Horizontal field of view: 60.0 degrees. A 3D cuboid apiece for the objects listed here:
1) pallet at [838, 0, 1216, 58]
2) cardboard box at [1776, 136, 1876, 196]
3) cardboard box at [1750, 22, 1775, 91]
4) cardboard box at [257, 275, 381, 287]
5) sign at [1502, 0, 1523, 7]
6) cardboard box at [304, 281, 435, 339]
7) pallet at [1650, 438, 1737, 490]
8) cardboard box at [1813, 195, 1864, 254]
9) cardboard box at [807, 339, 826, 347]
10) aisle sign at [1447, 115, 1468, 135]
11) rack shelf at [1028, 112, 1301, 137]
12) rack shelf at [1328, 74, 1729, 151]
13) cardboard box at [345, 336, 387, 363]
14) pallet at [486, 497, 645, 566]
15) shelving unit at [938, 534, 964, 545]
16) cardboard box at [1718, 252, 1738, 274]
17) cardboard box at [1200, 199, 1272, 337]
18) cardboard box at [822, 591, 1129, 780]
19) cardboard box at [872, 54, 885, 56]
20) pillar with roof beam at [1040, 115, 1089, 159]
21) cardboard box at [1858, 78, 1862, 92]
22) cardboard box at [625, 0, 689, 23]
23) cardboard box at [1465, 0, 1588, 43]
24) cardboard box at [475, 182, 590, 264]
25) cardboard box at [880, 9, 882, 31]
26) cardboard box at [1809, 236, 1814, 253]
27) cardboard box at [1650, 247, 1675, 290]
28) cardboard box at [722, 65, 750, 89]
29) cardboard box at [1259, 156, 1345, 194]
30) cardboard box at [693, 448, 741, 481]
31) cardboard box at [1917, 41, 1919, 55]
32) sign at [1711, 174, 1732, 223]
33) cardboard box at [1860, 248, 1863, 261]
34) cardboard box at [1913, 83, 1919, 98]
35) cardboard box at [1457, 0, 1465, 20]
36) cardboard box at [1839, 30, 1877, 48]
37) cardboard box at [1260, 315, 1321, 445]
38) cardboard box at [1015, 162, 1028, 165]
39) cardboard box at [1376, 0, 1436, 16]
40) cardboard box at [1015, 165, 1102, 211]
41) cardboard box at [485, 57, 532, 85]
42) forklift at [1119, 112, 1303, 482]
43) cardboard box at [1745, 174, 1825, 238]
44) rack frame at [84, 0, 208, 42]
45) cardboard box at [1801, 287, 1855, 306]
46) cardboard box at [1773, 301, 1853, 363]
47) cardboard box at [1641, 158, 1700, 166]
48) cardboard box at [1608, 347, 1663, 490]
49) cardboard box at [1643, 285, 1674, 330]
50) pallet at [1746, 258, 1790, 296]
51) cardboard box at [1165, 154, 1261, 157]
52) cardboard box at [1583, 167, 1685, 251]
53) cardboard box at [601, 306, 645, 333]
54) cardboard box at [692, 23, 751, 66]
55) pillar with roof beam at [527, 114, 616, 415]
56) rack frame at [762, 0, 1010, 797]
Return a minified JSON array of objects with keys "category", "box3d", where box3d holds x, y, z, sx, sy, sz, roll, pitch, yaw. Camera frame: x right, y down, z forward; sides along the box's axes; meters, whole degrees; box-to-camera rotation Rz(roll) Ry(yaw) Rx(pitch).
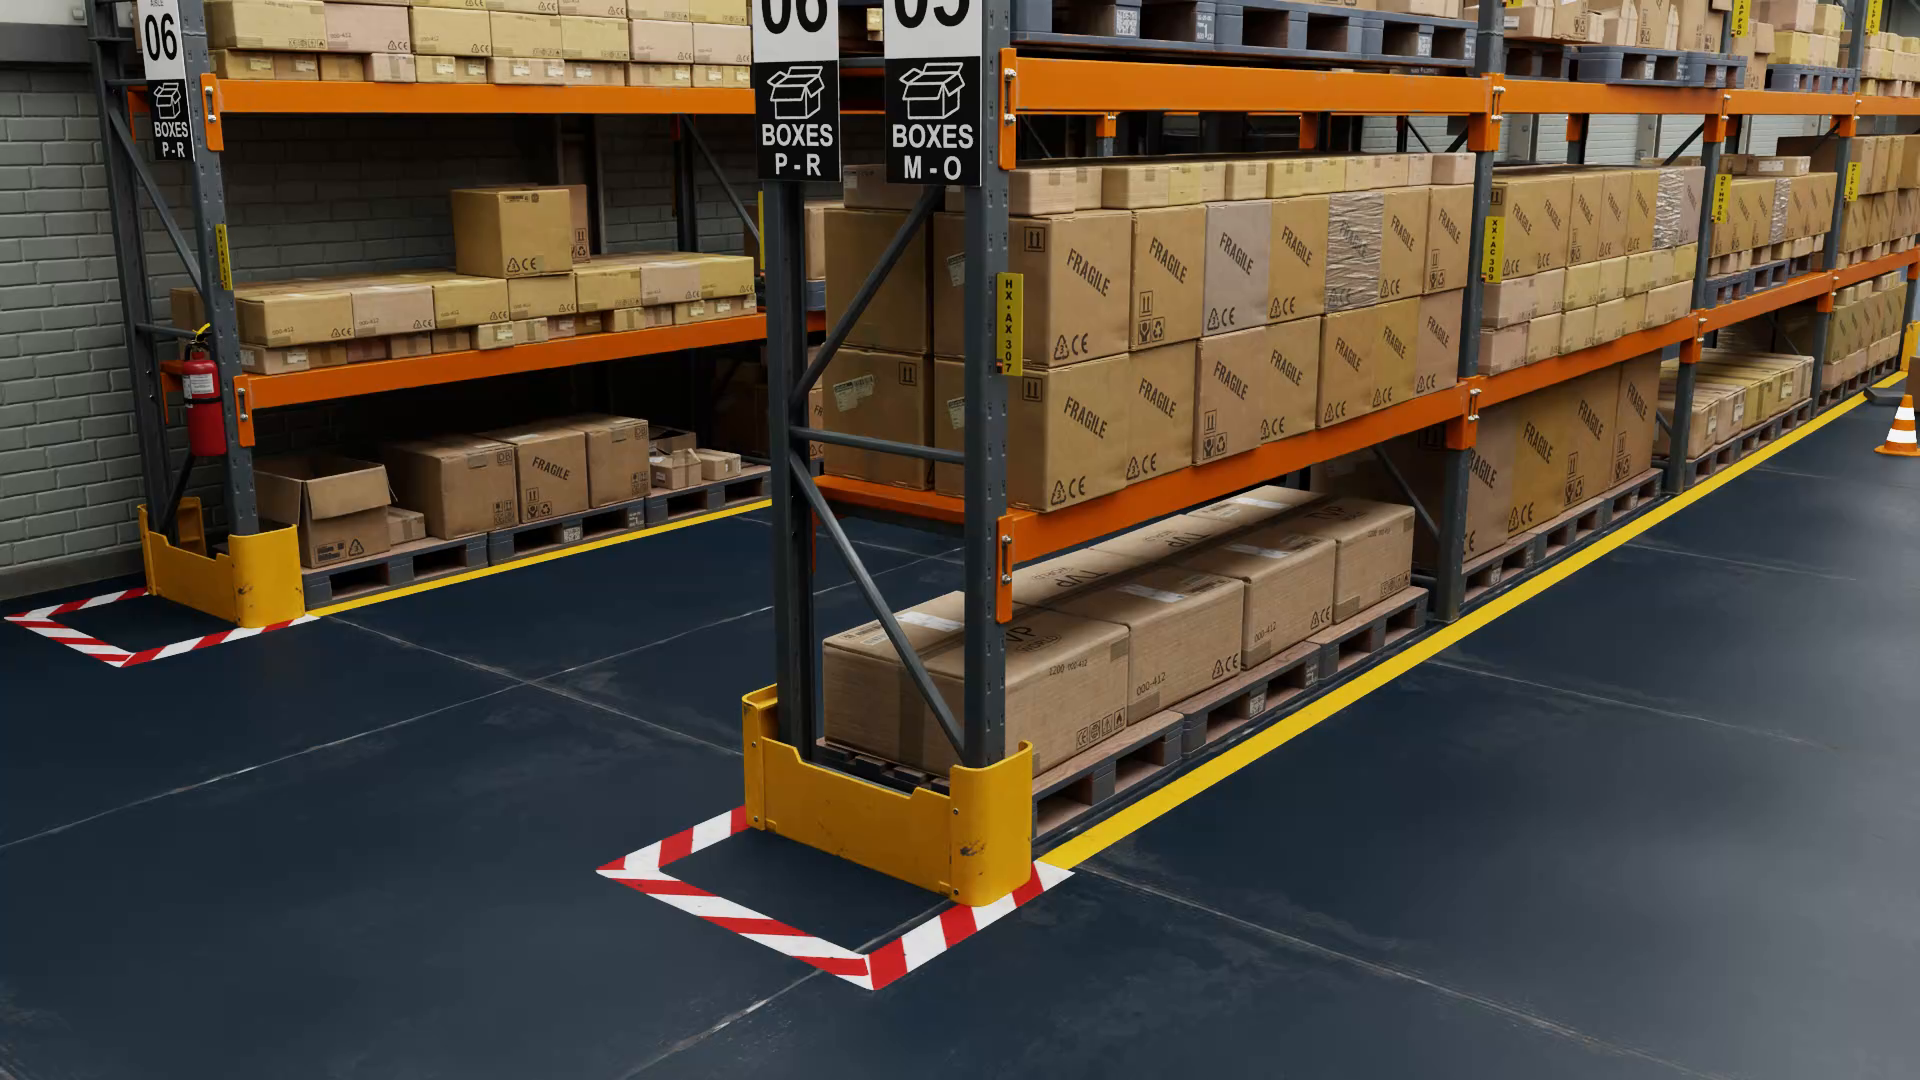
[{"category":"pallet","box3d":[0.190,-1.875,5.998,1.003,0.211,1.213,11,18,38]},{"category":"cardboard box","box3d":[7.719,-3.346,14.865,0.700,0.500,0.500,11,18,37]},{"category":"cardboard box","box3d":[5.696,-3.653,12.607,0.797,0.503,0.637,11,18,38]},{"category":"cardboard box","box3d":[-3.724,-1.387,9.690,0.500,0.250,0.500,11,18,38]},{"category":"sign","box3d":[2.678,-2.743,8.027,0.100,0.325,0.005,11,18,38]},{"category":"cardboard box","box3d":[-3.320,-1.301,9.352,0.500,0.250,0.500,12,18,38]},{"category":"pallet","box3d":[5.252,-0.650,12.753,1.003,0.211,1.213,11,18,38]},{"category":"cardboard box","box3d":[7.767,-2.852,14.950,0.500,0.500,0.500,11,18,37]},{"category":"cardboard box","box3d":[-1.059,-1.389,12.300,0.380,0.149,0.250,10,17,35]},{"category":"aisle sign","box3d":[6.194,-5.379,20.424,0.394,0.787,0.004,11,18,38]},{"category":"rack shelf","box3d":[2.153,-4.108,16.069,1.077,0.370,4.000,11,18,38]},{"category":"rack shelf","box3d":[3.502,-2.574,10.033,1.077,0.370,4.000,11,18,38]},{"category":"cardboard box","box3d":[-3.450,-1.098,9.362,0.380,0.149,0.250,11,18,37]},{"category":"pallet","box3d":[-2.817,-0.136,10.730,1.003,0.211,1.213,11,18,38]},{"category":"shelving unit","box3d":[0.009,-0.584,10.486,0.258,1.200,0.189,11,18,38]},{"category":"cardboard box","box3d":[5.520,-2.062,12.303,0.380,0.149,0.250,10,17,34]},{"category":"cardboard box","box3d":[0.891,-1.101,6.630,0.500,0.500,0.500,11,18,37]},{"category":"cardboard box","box3d":[0.068,0.576,6.613,0.875,0.438,0.875,11,18,36]},{"category":"cardboard box","box3d":[-0.480,-3.629,12.179,0.380,0.149,0.250,11,18,37]},{"category":"pillar with roof beam","box3d":[4.363,-5.250,13.013,9.100,9.000,0.400,11,18,38]},{"category":"cardboard box","box3d":[7.664,-3.972,14.585,0.380,0.149,0.250,11,18,37]},{"category":"cardboard box","box3d":[-2.060,-3.389,10.463,0.500,0.250,0.500,11,18,37]},{"category":"cardboard box","box3d":[3.025,-2.916,8.861,0.500,0.500,0.500,11,18,37]},{"category":"cardboard box","box3d":[-2.761,-2.044,10.756,0.500,0.500,0.500,11,18,36]},{"category":"cardboard box","box3d":[-0.643,-3.729,11.966,0.380,0.149,0.250,11,18,37]},{"category":"cardboard box","box3d":[6.985,-2.511,14.072,0.380,0.149,0.250,11,18,36]},{"category":"cardboard box","box3d":[4.333,-1.791,10.870,0.500,0.250,0.500,11,18,36]},{"category":"cardboard box","box3d":[-1.614,-3.071,11.038,0.380,0.149,0.250,11,18,37]},{"category":"cardboard box","box3d":[1.447,-1.590,7.240,0.380,0.149,0.250,11,18,36]},{"category":"cardboard box","box3d":[-1.739,-0.523,11.527,0.380,0.149,0.250,11,18,36]},{"category":"cardboard box","box3d":[9.267,-4.857,16.447,0.380,0.149,0.250,11,18,38]},{"category":"sign","box3d":[5.193,-2.328,11.343,0.100,0.325,0.005,11,18,38]},{"category":"cardboard box","box3d":[8.308,-2.717,15.736,0.380,0.149,0.250,11,18,37]},{"category":"cardboard box","box3d":[9.456,-4.506,16.688,0.380,0.149,0.250,12,19,39]},{"category":"cardboard box","box3d":[2.636,-2.902,9.188,0.500,0.311,0.500,11,18,38]},{"category":"cardboard box","box3d":[7.725,-4.347,14.439,0.380,0.149,0.250,11,18,37]},{"category":"cardboard box","box3d":[1.188,-0.710,7.124,0.500,0.500,0.500,12,19,39]},{"category":"cardboard box","box3d":[0.039,-1.382,6.420,0.380,0.149,0.250,11,18,37]},{"category":"cardboard box","box3d":[1.927,-2.448,7.528,0.380,0.149,0.250,12,18,39]},{"category":"cardboard box","box3d":[0.279,-1.254,5.915,0.380,0.149,0.250,12,18,39]},{"category":"cardboard box","box3d":[-2.711,-2.723,9.668,0.380,0.149,0.250,11,18,38]},{"category":"forklift","box3d":[1.905,-1.923,12.239,1.130,2.935,3.031,13,19,41]},{"category":"cardboard box","box3d":[6.851,-2.795,13.874,0.500,0.500,0.500,11,18,38]},{"category":"rack frame","box3d":[-4.132,-3.995,8.073,1.000,3.000,0.127,11,18,38]},{"category":"cardboard box","box3d":[7.980,-2.253,15.290,0.380,0.149,0.250,12,18,38]},{"category":"cardboard box","box3d":[7.854,-1.924,15.312,0.500,0.500,0.500,12,19,40]},{"category":"cardboard box","box3d":[5.568,-2.920,13.046,0.380,0.149,0.250,10,17,35]},{"category":"cardboard box","box3d":[4.261,-0.906,11.561,0.875,0.875,0.875,11,18,37]},{"category":"cardboard box","box3d":[4.335,-1.542,10.906,0.500,0.250,0.500,12,18,39]},{"category":"pallet","box3d":[5.972,-2.145,13.362,1.003,0.211,1.213,11,18,38]},{"category":"cardboard box","box3d":[1.175,-1.722,7.757,0.380,0.149,0.250,11,18,36]},{"category":"cardboard box","box3d":[4.322,-2.146,10.745,0.500,0.500,0.500,12,18,39]},{"category":"cardboard box","box3d":[-2.238,-1.426,10.653,0.380,0.149,0.250,11,18,37]},{"category":"cardboard box","box3d":[-1.726,-3.248,10.923,0.500,0.250,0.500,11,18,38]},{"category":"pillar with roof beam","box3d":[0.592,-4.101,8.490,9.100,9.000,0.400,11,18,38]},{"category":"rack frame","box3d":[-0.269,-0.320,5.791,1.000,3.000,0.127,11,18,38]}]
